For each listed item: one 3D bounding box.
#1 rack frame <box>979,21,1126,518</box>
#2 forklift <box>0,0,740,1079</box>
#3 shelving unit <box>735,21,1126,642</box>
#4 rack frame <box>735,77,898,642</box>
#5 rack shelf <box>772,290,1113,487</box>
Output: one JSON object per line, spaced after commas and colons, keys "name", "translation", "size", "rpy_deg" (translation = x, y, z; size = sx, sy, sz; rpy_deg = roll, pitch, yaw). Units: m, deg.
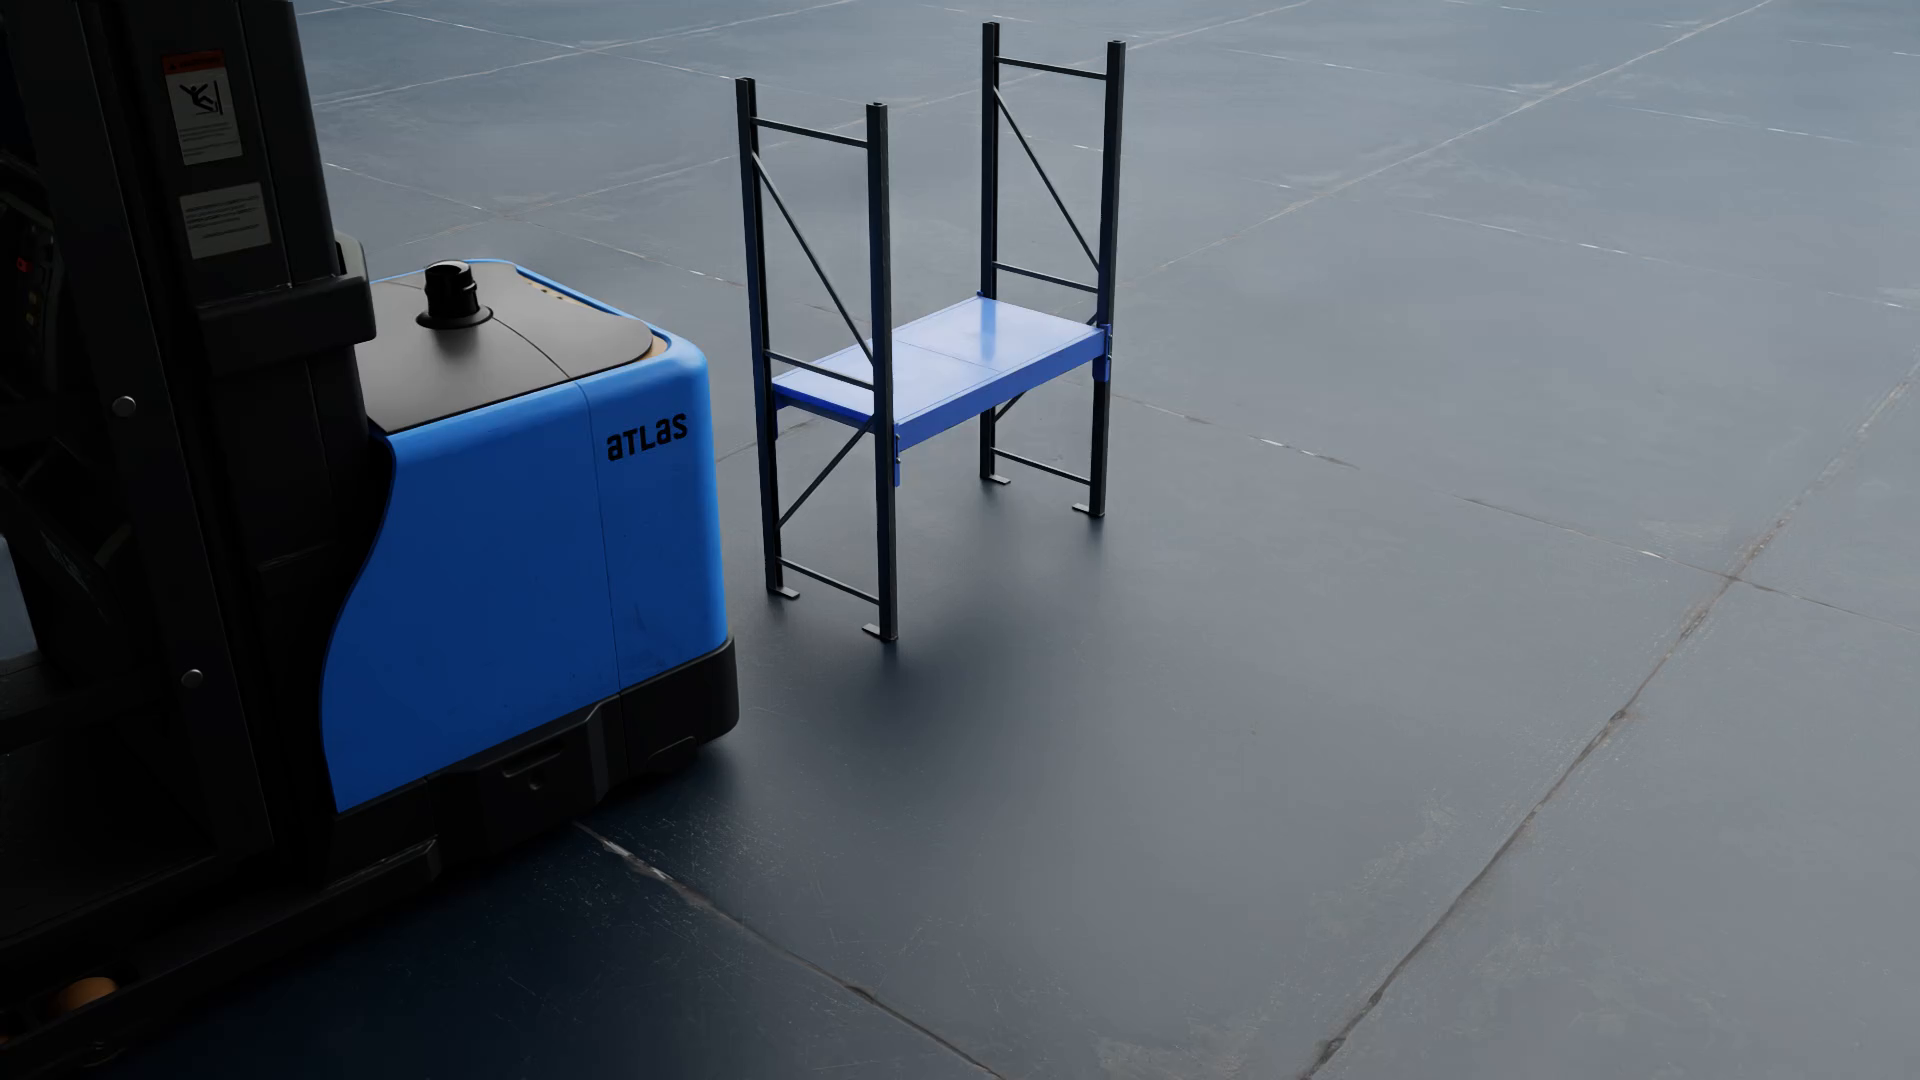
{"name": "rack frame", "translation": [0.269, -0.816, 5.195], "size": [0.500, 1.500, 0.032], "rpy_deg": [21, 34, 34]}
{"name": "forklift", "translation": [-1.978, -0.482, 2.992], "size": [3.031, 2.935, 1.130], "rpy_deg": [-23, 35, -38]}
{"name": "shelving unit", "translation": [-0.054, -0.636, 4.847], "size": [0.538, 1.500, 1.048], "rpy_deg": [21, 34, 34]}
{"name": "rack frame", "translation": [-0.378, -0.456, 4.499], "size": [0.500, 1.500, 0.032], "rpy_deg": [21, 34, 34]}
{"name": "rack shelf", "translation": [-0.054, -0.476, 4.930], "size": [0.538, 0.185, 1.000], "rpy_deg": [21, 34, 34]}
